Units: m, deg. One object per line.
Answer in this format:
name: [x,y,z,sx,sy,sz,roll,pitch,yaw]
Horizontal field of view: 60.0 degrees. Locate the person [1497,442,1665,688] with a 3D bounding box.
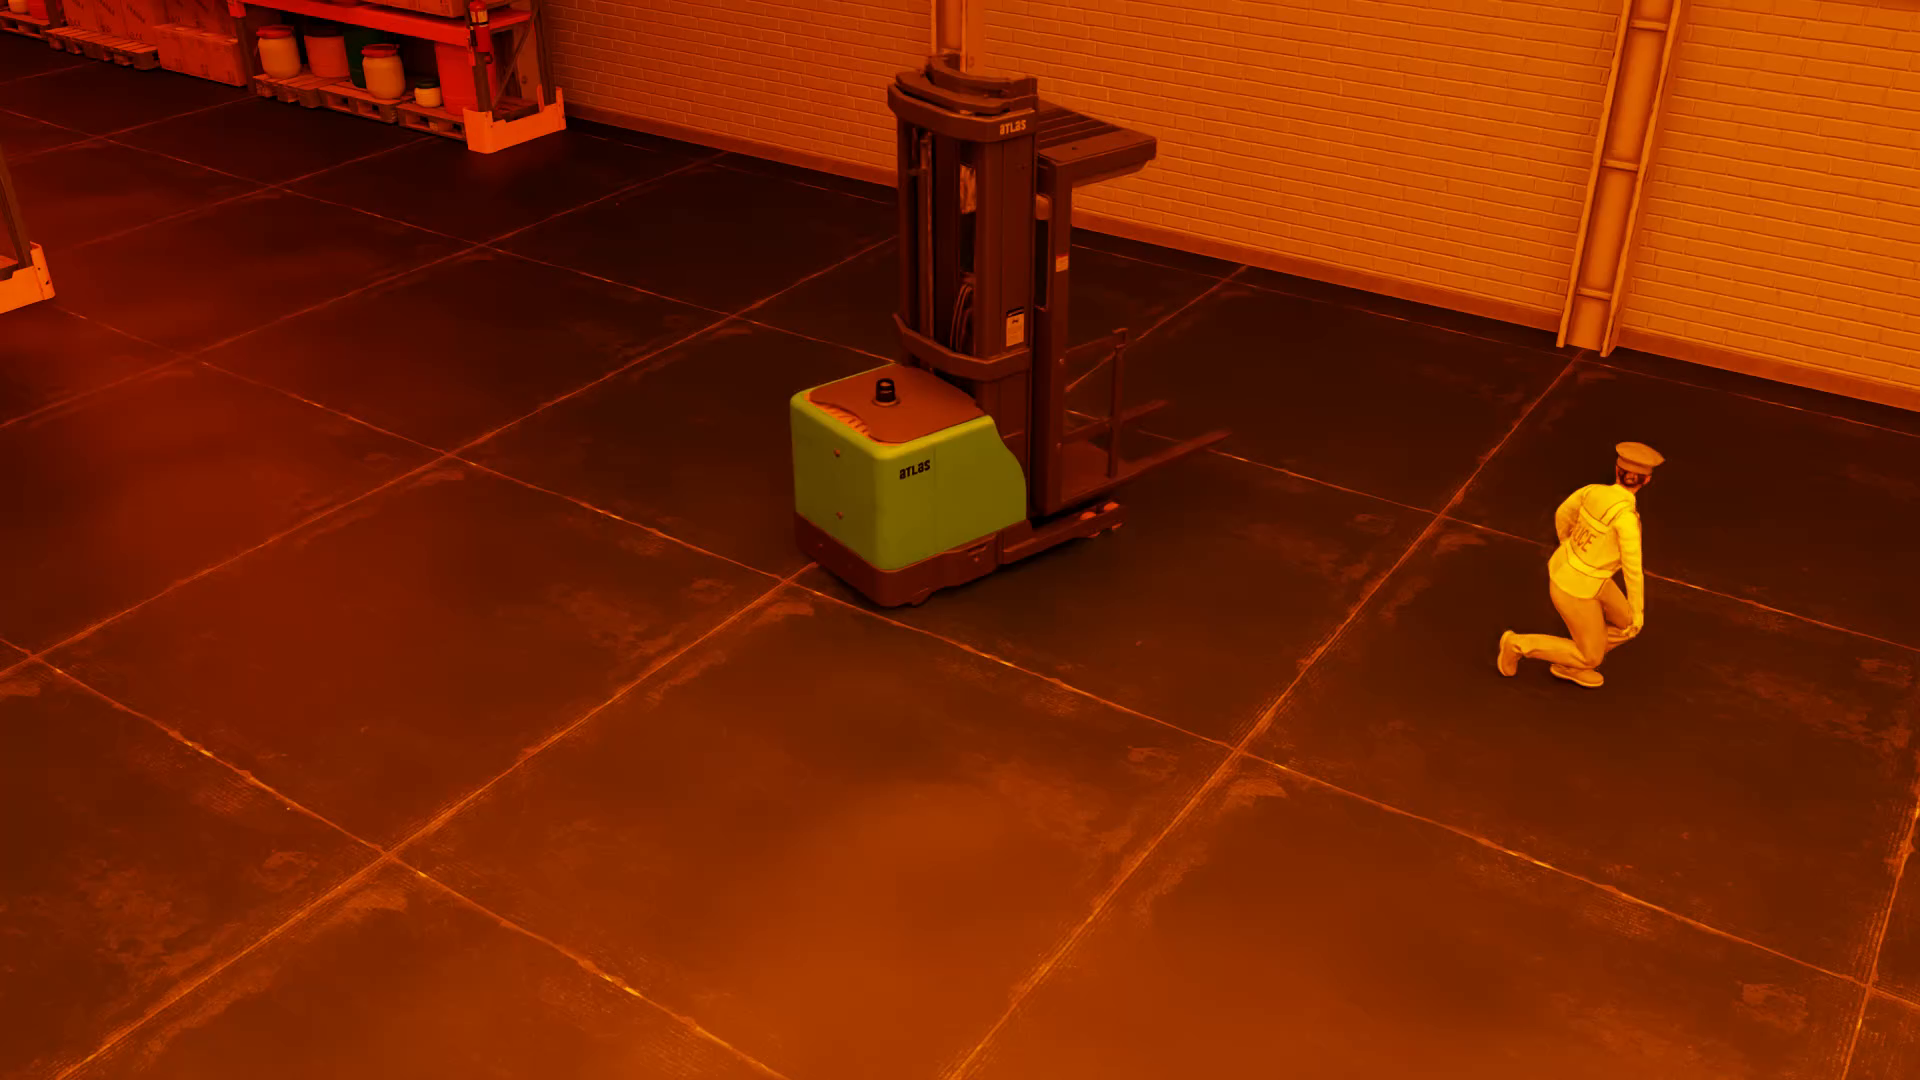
person: [3.291,0.148,8.800,0.682,1.424,0.635,8,31,13]

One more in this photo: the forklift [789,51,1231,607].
forklift: [0.446,-1.467,10.108,3.031,2.935,1.130,-21,36,-32]
